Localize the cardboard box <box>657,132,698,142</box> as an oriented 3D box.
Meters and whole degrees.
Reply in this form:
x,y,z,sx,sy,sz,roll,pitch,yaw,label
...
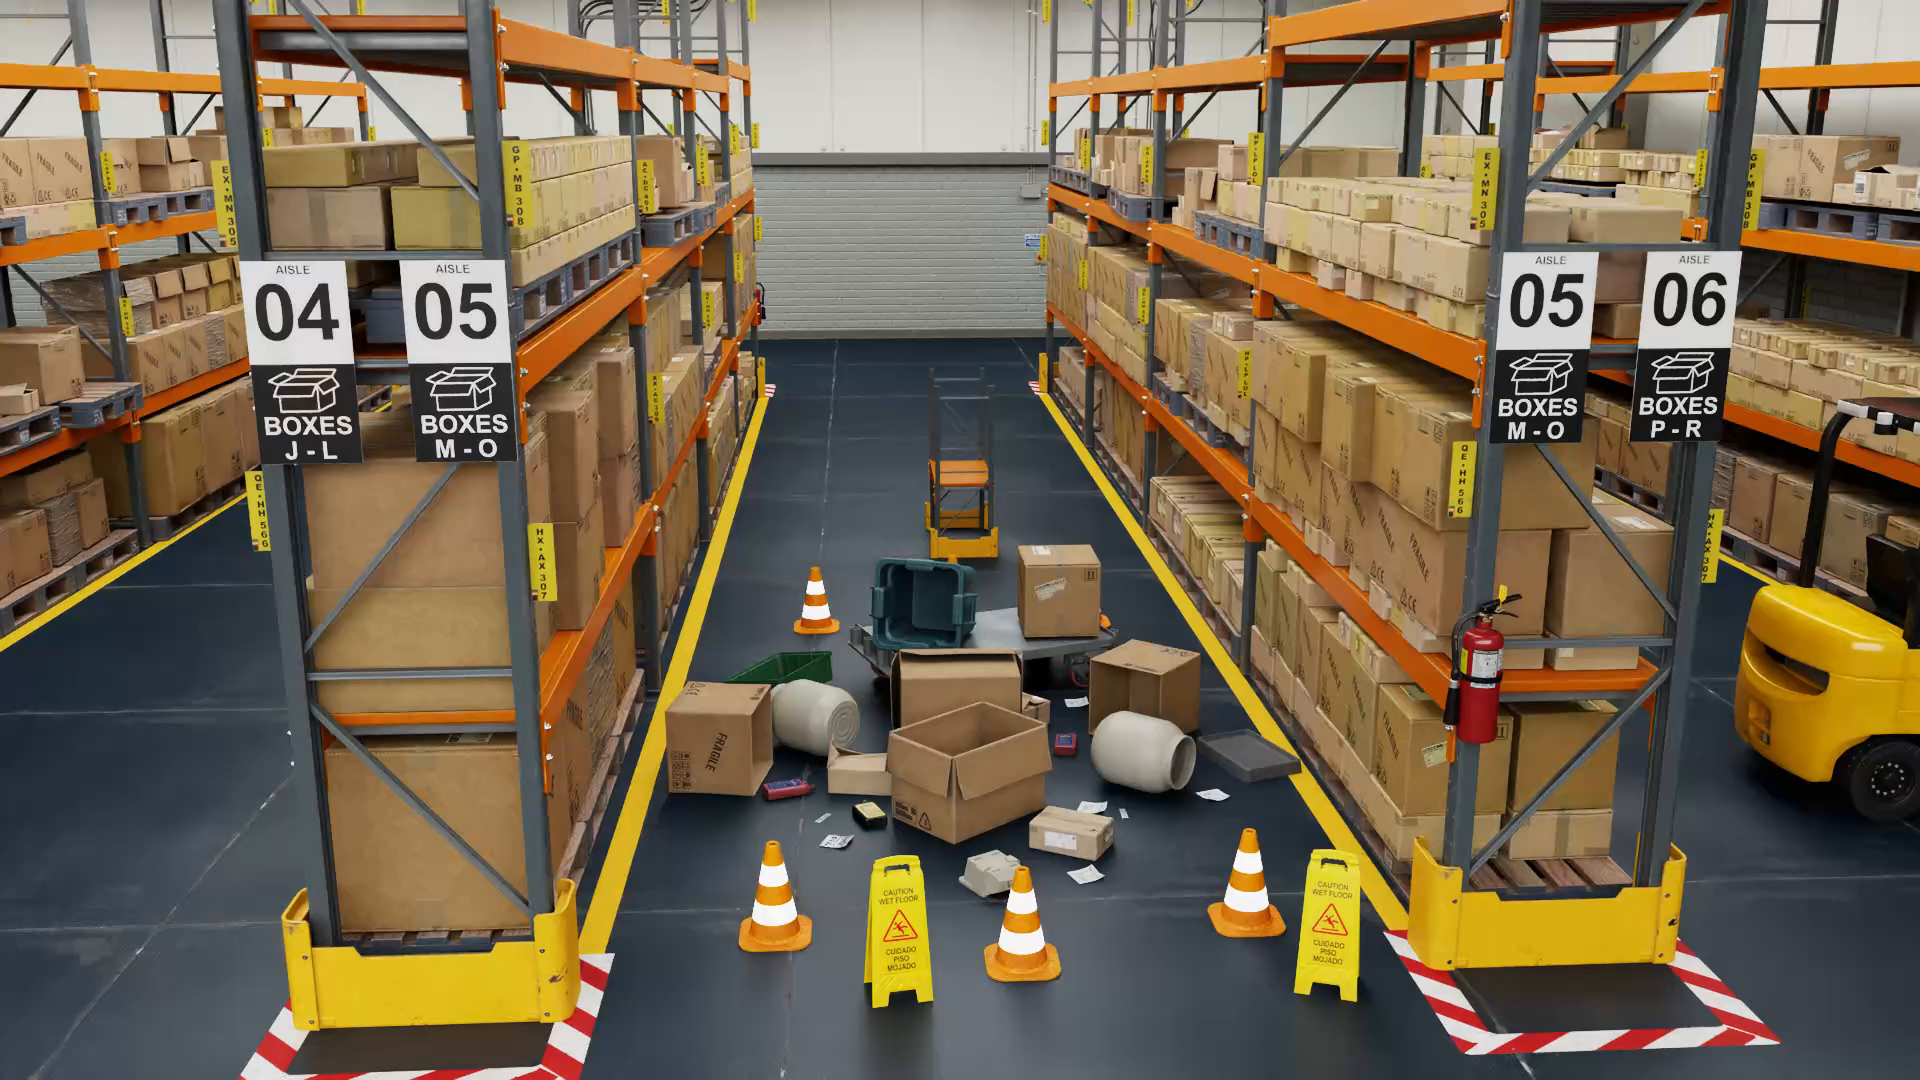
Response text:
x,y,z,sx,sy,sz,roll,pitch,yaw,label
-2.584,-3.602,15.249,0.396,0.266,0.258,-1,14,-3,cardboard box

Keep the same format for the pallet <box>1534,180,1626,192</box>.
x,y,z,sx,sy,sz,roll,pitch,yaw,label
6.864,-3.806,18.158,1.213,0.211,1.003,-1,14,-3,pallet

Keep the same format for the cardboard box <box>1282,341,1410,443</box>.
x,y,z,sx,sy,sz,roll,pitch,yaw,label
2.260,-0.852,9.514,0.700,0.500,0.500,-1,14,-5,cardboard box

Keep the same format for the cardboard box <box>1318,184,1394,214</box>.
x,y,z,sx,sy,sz,roll,pitch,yaw,label
2.237,-1.918,9.345,0.380,0.149,0.250,-1,14,-5,cardboard box

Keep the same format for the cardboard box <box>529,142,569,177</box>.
x,y,z,sx,sy,sz,roll,pitch,yaw,label
-2.016,-1.754,7.665,0.380,0.149,0.250,-1,14,-4,cardboard box

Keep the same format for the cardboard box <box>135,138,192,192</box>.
x,y,z,sx,sy,sz,roll,pitch,yaw,label
-7.851,-3.596,15.915,0.797,0.503,0.637,-1,14,-4,cardboard box

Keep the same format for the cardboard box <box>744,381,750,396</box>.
x,y,z,sx,sy,sz,roll,pitch,yaw,label
-2.804,-1.874,20.570,0.380,0.149,0.250,-1,14,-3,cardboard box

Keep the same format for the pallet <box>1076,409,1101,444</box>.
x,y,z,sx,sy,sz,roll,pitch,yaw,label
1.971,-1.370,19.928,1.003,0.211,1.213,-1,14,-3,pallet

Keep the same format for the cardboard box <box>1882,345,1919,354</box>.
x,y,z,sx,sy,sz,roll,pitch,yaw,label
7.534,-1.452,13.146,0.380,0.149,0.250,-1,14,-3,cardboard box

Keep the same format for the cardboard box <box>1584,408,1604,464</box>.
x,y,z,sx,sy,sz,roll,pitch,yaw,label
6.794,-1.091,17.422,0.500,0.500,0.500,-1,14,-5,cardboard box

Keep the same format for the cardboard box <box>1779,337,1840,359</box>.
x,y,z,sx,sy,sz,roll,pitch,yaw,label
6.958,-1.571,13.610,0.380,0.149,0.250,-1,14,-2,cardboard box

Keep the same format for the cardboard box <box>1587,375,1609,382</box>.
x,y,z,sx,sy,sz,roll,pitch,yaw,label
7.226,-1.762,18.728,0.380,0.149,0.250,-1,14,-3,cardboard box

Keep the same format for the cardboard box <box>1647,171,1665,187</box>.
x,y,z,sx,sy,sz,roll,pitch,yaw,label
6.833,-3.462,15.945,0.380,0.149,0.250,-1,14,-3,cardboard box

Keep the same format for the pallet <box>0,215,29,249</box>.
x,y,z,sx,sy,sz,roll,pitch,yaw,label
-7.455,-2.163,11.769,1.213,0.211,1.003,-1,14,-3,pallet

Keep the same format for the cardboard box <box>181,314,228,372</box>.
x,y,z,sx,sy,sz,roll,pitch,yaw,label
-7.560,-1.936,16.331,0.500,0.500,0.500,-1,14,-3,cardboard box

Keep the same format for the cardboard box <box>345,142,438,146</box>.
x,y,z,sx,sy,sz,roll,pitch,yaw,label
-2.689,-1.808,7.875,0.380,0.149,0.250,-1,14,-4,cardboard box

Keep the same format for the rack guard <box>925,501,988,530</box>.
x,y,z,sx,sy,sz,roll,pitch,yaw,label
-0.026,-0.226,15.403,0.587,0.250,0.087,-1,14,-3,rack guard

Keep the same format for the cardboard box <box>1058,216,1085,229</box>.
x,y,z,sx,sy,sz,roll,pitch,yaw,label
1.461,-4.084,21.369,0.380,0.149,0.250,-1,14,-5,cardboard box

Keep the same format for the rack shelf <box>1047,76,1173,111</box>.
x,y,z,sx,sy,sz,roll,pitch,yaw,label
1.816,-5.391,20.166,1.077,0.370,4.000,-1,14,-3,rack shelf

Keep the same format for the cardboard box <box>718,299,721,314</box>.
x,y,z,sx,sy,sz,roll,pitch,yaw,label
-2.755,-2.493,17.761,0.380,0.149,0.250,-1,14,-3,cardboard box

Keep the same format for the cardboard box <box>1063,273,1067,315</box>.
x,y,z,sx,sy,sz,roll,pitch,yaw,label
1.556,-3.073,20.751,0.500,0.500,0.500,0,14,-2,cardboard box

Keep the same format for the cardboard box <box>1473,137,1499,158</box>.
x,y,z,sx,sy,sz,roll,pitch,yaw,label
6.559,-4.748,20.142,0.500,0.250,0.500,-1,14,-2,cardboard box

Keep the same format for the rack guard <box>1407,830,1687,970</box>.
x,y,z,sx,sy,sz,roll,pitch,yaw,label
2.679,1.646,7.627,1.175,0.500,0.348,-1,14,-3,rack guard

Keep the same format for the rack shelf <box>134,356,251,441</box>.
x,y,z,sx,sy,sz,roll,pitch,yaw,label
-7.827,-1.532,16.403,1.077,0.370,4.000,-1,14,-3,rack shelf

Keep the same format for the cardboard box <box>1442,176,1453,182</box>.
x,y,z,sx,sy,sz,roll,pitch,yaw,label
6.411,-4.593,21.344,0.380,0.149,0.250,-1,14,-4,cardboard box

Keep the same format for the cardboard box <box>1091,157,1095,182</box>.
x,y,z,sx,sy,sz,roll,pitch,yaw,label
1.621,-3.992,17.927,0.396,0.266,0.258,-1,14,-4,cardboard box

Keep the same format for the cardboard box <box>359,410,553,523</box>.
x,y,z,sx,sy,sz,roll,pitch,yaw,label
-2.361,-0.268,7.581,0.875,0.550,0.550,-1,14,-3,cardboard box

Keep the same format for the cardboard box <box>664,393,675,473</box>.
x,y,z,sx,sy,sz,roll,pitch,yaw,label
-2.295,-0.748,11.714,0.500,0.500,0.500,-1,14,-3,cardboard box

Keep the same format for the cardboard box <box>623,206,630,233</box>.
x,y,z,sx,sy,sz,roll,pitch,yaw,label
-2.141,-1.874,9.730,0.380,0.149,0.250,-1,14,-3,cardboard box

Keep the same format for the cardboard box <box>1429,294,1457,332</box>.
x,y,z,sx,sy,sz,roll,pitch,yaw,label
2.334,-1.023,7.466,0.380,0.149,0.250,-1,14,-3,cardboard box

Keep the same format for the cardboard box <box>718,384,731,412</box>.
x,y,z,sx,sy,sz,roll,pitch,yaw,label
-2.677,-1.475,17.410,0.500,0.250,0.500,0,14,-1,cardboard box

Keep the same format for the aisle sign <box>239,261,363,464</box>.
x,y,z,sx,sy,sz,roll,pitch,yaw,label
-2.546,-0.681,6.437,0.394,0.787,0.004,-1,14,-3,aisle sign

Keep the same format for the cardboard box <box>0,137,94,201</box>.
x,y,z,sx,sy,sz,roll,pitch,yaw,label
-7.424,-3.011,13.485,0.500,0.500,0.500,-1,14,-2,cardboard box

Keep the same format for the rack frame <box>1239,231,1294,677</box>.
x,y,z,sx,sy,sz,roll,pitch,yaw,label
2.435,-0.541,11.108,1.000,3.000,0.127,-1,14,-3,rack frame

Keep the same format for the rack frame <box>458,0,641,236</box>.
x,y,z,sx,sy,sz,roll,pitch,yaw,label
-2.499,-3.345,9.966,1.000,3.000,0.127,-1,14,-3,rack frame

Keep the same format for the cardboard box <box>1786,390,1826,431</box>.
x,y,z,sx,sy,sz,roll,pitch,yaw,label
7.021,-1.044,13.366,0.500,0.250,0.500,0,14,-2,cardboard box

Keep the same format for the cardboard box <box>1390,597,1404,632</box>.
x,y,z,sx,sy,sz,roll,pitch,yaw,label
2.326,0.361,8.109,0.380,0.149,0.250,-1,14,-4,cardboard box

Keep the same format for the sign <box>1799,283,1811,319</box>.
x,y,z,sx,sy,sz,roll,pitch,yaw,label
7.695,-2.183,15.168,0.100,0.325,0.005,-1,14,-3,sign

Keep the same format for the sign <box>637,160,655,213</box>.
x,y,z,sx,sy,sz,roll,pitch,yaw,label
-1.945,-2.190,10.300,0.100,0.325,0.005,-1,14,-3,sign

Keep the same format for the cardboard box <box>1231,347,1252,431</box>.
x,y,z,sx,sy,sz,roll,pitch,yaw,label
2.178,-1.048,11.439,0.500,0.500,0.500,-1,14,-4,cardboard box

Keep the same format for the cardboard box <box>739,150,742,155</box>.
x,y,z,sx,sy,sz,roll,pitch,yaw,label
-2.878,-4.555,19.988,0.500,0.250,0.500,-2,15,-6,cardboard box

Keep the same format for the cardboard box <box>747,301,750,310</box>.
x,y,z,sx,sy,sz,roll,pitch,yaw,label
-2.892,-3.038,21.317,0.380,0.149,0.250,0,14,-2,cardboard box

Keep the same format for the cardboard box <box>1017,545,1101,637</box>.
x,y,z,sx,sy,sz,roll,pitch,yaw,label
0.661,0.338,11.190,0.500,0.500,0.500,-1,14,-3,cardboard box

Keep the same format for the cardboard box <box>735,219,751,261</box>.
x,y,z,sx,sy,sz,roll,pitch,yaw,label
-2.893,-3.735,20.720,0.500,0.500,0.500,0,14,-1,cardboard box

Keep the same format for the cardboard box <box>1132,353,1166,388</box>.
x,y,z,sx,sy,sz,roll,pitch,yaw,label
1.897,-1.585,15.467,0.500,0.250,0.500,-1,14,-5,cardboard box

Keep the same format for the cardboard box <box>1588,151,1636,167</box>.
x,y,z,sx,sy,sz,roll,pitch,yaw,label
6.628,-3.872,16.898,0.380,0.149,0.250,-1,14,-3,cardboard box

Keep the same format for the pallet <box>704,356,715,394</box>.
x,y,z,sx,sy,sz,roll,pitch,yaw,label
-2.897,-1.517,15.286,1.213,0.211,1.003,-1,14,-3,pallet

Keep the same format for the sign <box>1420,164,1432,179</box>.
x,y,z,sx,sy,sz,roll,pitch,yaw,label
2.977,-2.254,10.710,0.100,0.325,0.005,-1,14,-3,sign

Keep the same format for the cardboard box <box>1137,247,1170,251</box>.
x,y,z,sx,sy,sz,roll,pitch,yaw,label
2.218,-2.956,18.287,0.500,0.500,0.500,0,14,-2,cardboard box

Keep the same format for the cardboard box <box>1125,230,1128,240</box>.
x,y,z,sx,sy,sz,roll,pitch,yaw,label
2.089,-3.586,19.435,0.380,0.149,0.250,-1,14,-4,cardboard box

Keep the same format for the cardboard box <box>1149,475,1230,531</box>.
x,y,z,sx,sy,sz,roll,pitch,yaw,label
2.213,-0.326,14.703,0.950,0.372,0.625,-2,15,-7,cardboard box

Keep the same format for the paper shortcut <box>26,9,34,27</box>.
x,y,z,sx,sy,sz,roll,pitch,yaw,label
-8.309,-4.676,14.860,0.009,0.170,0.078,9,-17,-6,paper shortcut

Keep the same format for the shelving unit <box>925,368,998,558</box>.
x,y,z,sx,sy,sz,roll,pitch,yaw,label
0.005,-0.707,14.766,0.587,1.500,1.083,-1,14,-3,shelving unit

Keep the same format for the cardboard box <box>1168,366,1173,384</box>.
x,y,z,sx,sy,sz,roll,pitch,yaw,label
1.977,-1.394,14.086,0.380,0.149,0.250,-2,15,-7,cardboard box

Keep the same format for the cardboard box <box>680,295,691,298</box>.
x,y,z,sx,sy,sz,roll,pitch,yaw,label
-2.695,-2.378,16.715,0.380,0.149,0.250,-2,15,-6,cardboard box

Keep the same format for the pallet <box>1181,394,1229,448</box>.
x,y,z,sx,sy,sz,roll,pitch,yaw,label
2.351,-0.951,13.088,1.003,0.211,1.213,-1,14,-3,pallet

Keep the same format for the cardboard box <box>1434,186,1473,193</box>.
x,y,z,sx,sy,sz,roll,pitch,yaw,label
2.821,-1.861,9.123,0.380,0.149,0.250,-1,14,-3,cardboard box

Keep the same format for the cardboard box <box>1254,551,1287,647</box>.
x,y,z,sx,sy,sz,roll,pitch,yaw,label
2.203,0.375,10.719,0.500,0.500,0.500,0,14,-1,cardboard box

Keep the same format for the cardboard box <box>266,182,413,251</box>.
x,y,z,sx,sy,sz,roll,pitch,yaw,label
-2.560,-1.338,6.847,0.500,0.250,0.500,-1,14,-3,cardboard box
